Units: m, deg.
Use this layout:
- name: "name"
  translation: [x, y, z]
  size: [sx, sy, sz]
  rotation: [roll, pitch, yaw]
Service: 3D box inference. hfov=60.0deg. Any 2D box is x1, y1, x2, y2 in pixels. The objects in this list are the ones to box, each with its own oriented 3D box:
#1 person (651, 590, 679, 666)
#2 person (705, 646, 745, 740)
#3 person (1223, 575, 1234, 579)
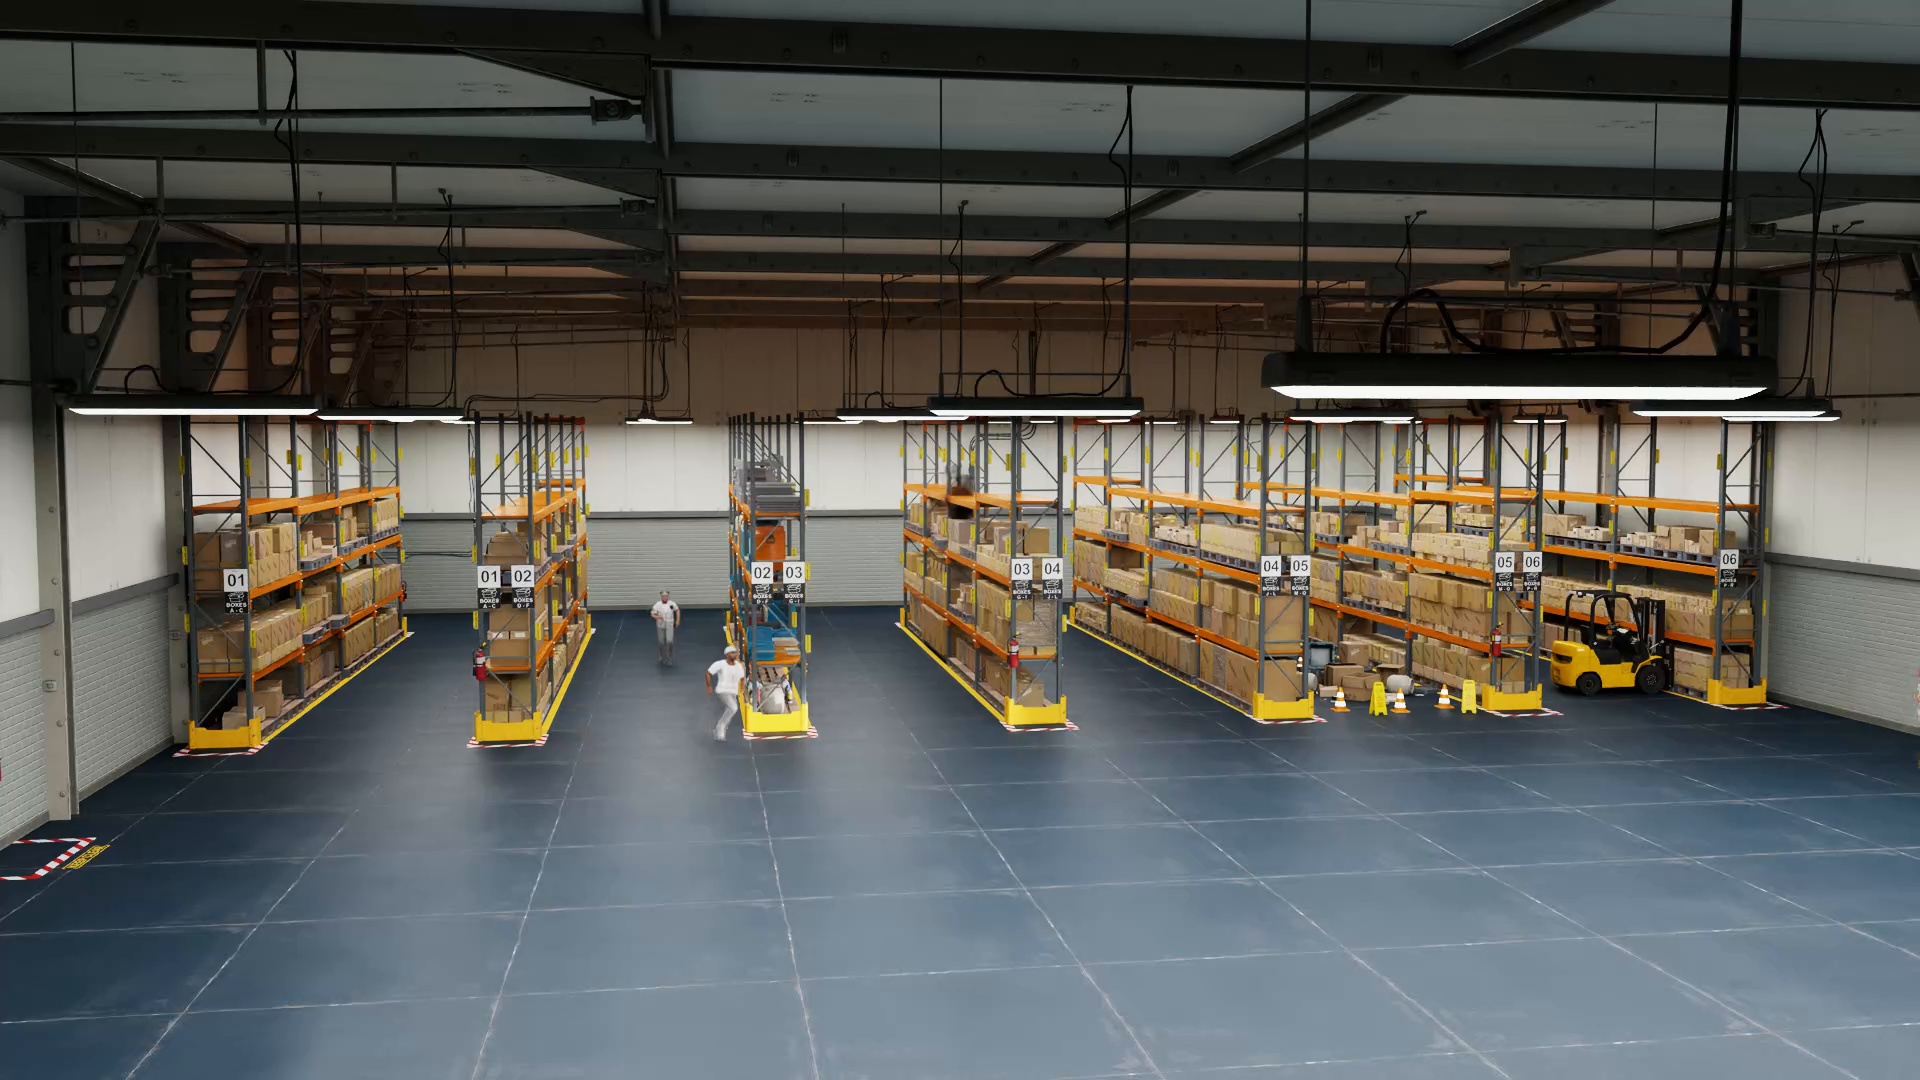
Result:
- name: "person"
  translation: [-7.101, 2.134, 40.093]
  size: [0.683, 1.871, 0.783]
  rotation: [-1, 4, -12]
- name: "person"
  translation: [-4.211, 2.792, 30.378]
  size: [0.727, 1.696, 0.643]
  rotation: [-4, 5, -44]
- name: "person"
  translation: [8.197, 1.479, 50.703]
  size: [0.545, 1.600, 0.611]
  rotation: [1, 4, 13]
